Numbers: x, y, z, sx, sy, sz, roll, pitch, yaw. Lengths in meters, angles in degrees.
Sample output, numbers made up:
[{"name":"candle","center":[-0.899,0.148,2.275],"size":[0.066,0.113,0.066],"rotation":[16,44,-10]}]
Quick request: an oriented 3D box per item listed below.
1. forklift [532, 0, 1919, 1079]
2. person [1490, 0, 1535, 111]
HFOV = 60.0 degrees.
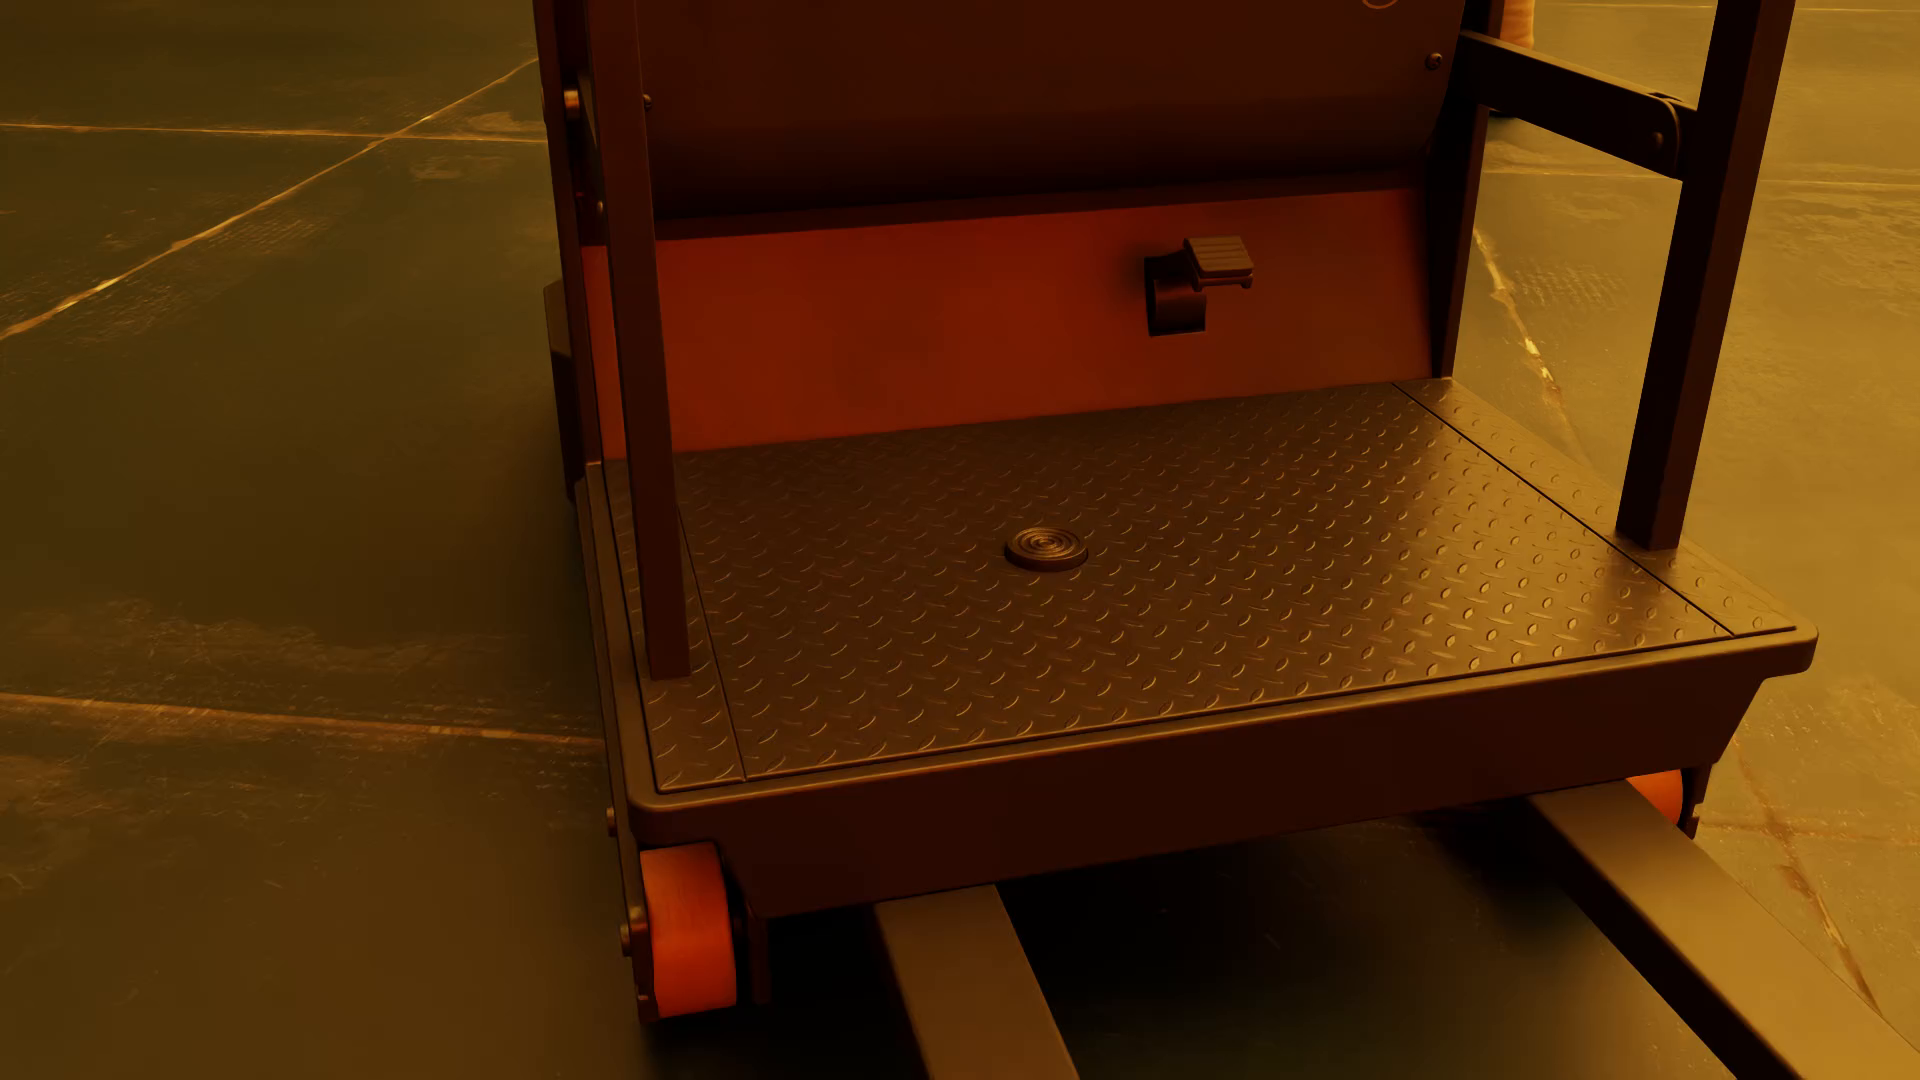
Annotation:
[{"name":"forklift","center":[0.153,-1.049,1.319],"size":[1.130,2.935,3.031],"rotation":[-7,27,-13]},{"name":"person","center":[1.464,-2.102,4.771],"size":[0.628,1.733,0.534],"rotation":[1,27,3]}]
